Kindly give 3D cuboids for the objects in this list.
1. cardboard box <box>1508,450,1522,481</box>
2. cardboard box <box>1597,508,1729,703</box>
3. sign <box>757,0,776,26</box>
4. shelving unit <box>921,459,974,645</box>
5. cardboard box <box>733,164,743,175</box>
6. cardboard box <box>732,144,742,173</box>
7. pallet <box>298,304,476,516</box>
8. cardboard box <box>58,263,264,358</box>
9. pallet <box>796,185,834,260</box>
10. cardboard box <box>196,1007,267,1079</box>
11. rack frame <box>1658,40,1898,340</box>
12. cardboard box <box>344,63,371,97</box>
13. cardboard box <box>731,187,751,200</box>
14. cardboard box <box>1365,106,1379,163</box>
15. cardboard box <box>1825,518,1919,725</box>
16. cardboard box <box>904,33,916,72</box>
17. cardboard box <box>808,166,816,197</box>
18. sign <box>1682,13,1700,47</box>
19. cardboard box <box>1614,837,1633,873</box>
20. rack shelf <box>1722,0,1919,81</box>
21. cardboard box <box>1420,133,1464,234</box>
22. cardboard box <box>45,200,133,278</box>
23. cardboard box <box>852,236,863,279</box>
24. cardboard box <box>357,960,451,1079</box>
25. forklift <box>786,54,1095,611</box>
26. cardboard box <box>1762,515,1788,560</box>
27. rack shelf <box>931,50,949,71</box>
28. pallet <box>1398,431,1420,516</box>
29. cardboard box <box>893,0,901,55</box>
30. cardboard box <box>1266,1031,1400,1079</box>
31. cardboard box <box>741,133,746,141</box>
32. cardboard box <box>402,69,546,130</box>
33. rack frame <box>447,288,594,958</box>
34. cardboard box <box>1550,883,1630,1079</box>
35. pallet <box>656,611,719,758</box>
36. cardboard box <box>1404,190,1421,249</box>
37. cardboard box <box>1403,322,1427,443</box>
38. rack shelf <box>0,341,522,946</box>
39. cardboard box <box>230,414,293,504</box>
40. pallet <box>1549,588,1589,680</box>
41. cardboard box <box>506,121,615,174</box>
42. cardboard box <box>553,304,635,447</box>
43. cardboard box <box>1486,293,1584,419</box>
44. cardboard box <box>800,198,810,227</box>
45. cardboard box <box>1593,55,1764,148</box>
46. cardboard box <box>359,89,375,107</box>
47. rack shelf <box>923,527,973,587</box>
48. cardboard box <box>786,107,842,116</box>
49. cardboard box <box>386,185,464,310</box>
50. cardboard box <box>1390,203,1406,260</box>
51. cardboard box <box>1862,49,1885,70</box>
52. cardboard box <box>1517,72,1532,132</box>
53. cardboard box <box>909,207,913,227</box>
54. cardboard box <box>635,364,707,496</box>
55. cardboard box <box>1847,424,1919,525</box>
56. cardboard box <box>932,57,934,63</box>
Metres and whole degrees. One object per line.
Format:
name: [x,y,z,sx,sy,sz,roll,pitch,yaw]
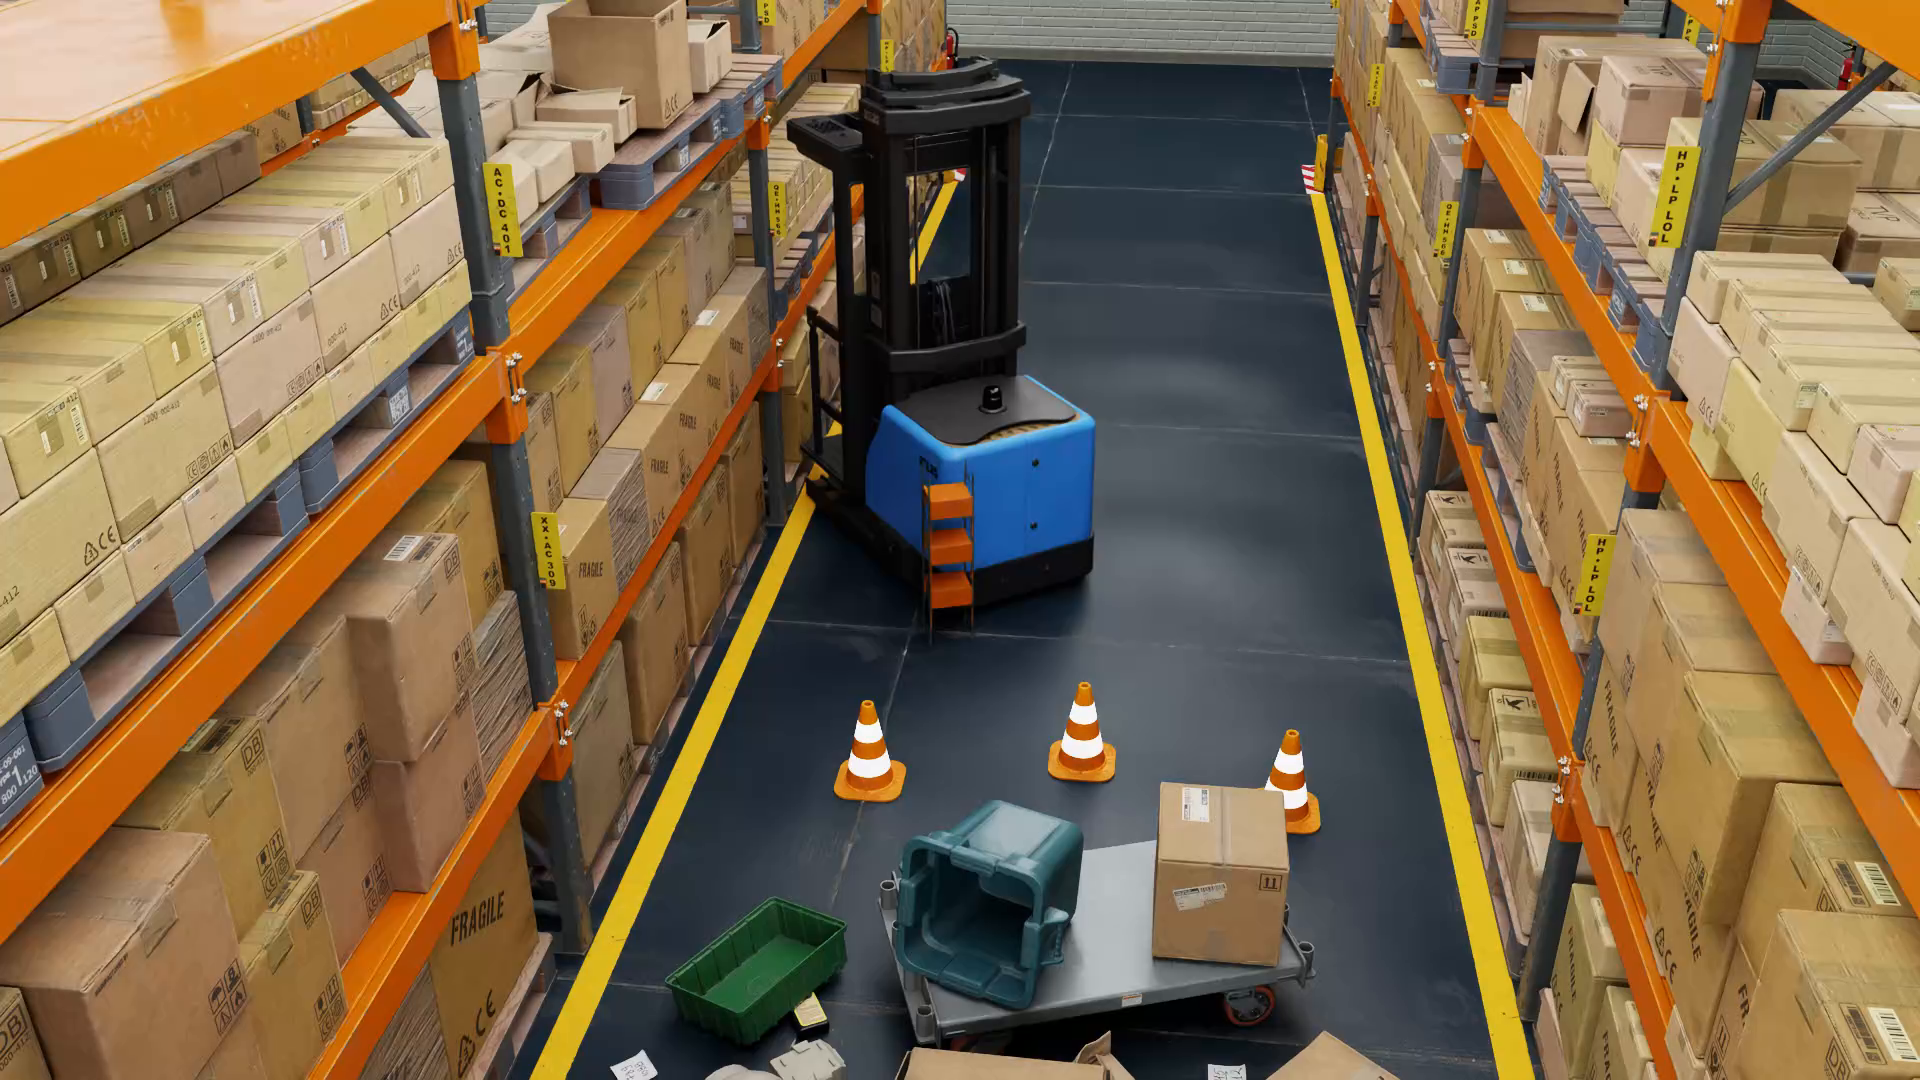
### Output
cardboard box: [2.834,-0.390,7.926,0.380,0.149,0.250,4,29,8]
cardboard box: [2.545,0.246,5.449,0.700,0.500,0.500,3,28,6]
sign: [-1.071,-3.003,9.162,0.100,0.325,0.005,3,28,6]
shelving unit: [-0.068,0.076,9.294,0.252,1.050,0.215,-6,29,-11]
cardboard box: [-1.790,-2.640,12.101,0.380,0.149,0.250,3,28,5]
cardboard box: [-1.791,-2.768,12.025,0.380,0.149,0.250,3,28,5]
pallet: [-2.221,-0.470,5.183,1.003,0.211,1.213,3,28,6]
cardboard box: [-1.995,-0.578,4.167,0.380,0.149,0.250,3,28,6]
pallet: [-1.419,-2.306,11.862,1.003,0.211,1.213,3,28,6]
cardboard box: [-2.361,1.550,4.345,0.875,0.550,0.550,3,28,6]
rack frame: [2.814,-1.974,4.719,1.000,3.000,0.127,3,28,6]
cardboard box: [-5.657,-4.179,14.982,0.500,0.250,0.500,3,28,6]
cardboard box: [-1.341,-2.125,10.519,0.380,0.149,0.250,3,28,5]
cardboard box: [3.598,-3.376,13.541,0.500,0.500,0.500,4,29,7]
cardboard box: [2.301,0.189,3.711,0.500,0.250,0.500,4,29,7]
cardboard box: [-0.669,-4.201,14.758,0.500,0.500,0.500,3,28,5]
cardboard box: [-1.206,-2.483,11.498,0.380,0.149,0.250,3,28,6]
sign: [3.843,-2.732,8.742,0.100,0.325,0.005,3,28,6]
cardboard box: [2.478,1.029,5.734,0.380,0.149,0.250,4,29,8]
rack shelf: [2.569,-0.715,3.143,1.077,0.370,4.000,3,28,6]
cardboard box: [3.163,-2.201,10.305,0.500,0.500,0.500,4,29,7]
cardboard box: [-2.585,-0.853,4.676,0.380,0.149,0.250,3,28,5]
cardboard box: [-1.047,-2.147,12.767,0.500,0.250,0.500,5,29,9]
cardboard box: [-2.364,1.894,5.662,0.875,0.875,0.875,4,29,7]
forklift: [-0.359,-1.543,10.316,1.130,2.935,3.031,-15,32,-25]
cardboard box: [2.454,-0.052,4.578,0.380,0.149,0.250,4,29,8]
rack shelf: [-0.886,-3.964,15.495,1.077,0.370,4.000,3,28,6]
pallet: [3.476,-0.355,10.979,1.003,0.211,1.213,3,28,6]
cardboard box: [-0.785,-4.397,14.068,0.500,0.500,0.500,3,28,5]
cardboard box: [1.333,2.191,5.945,0.500,0.500,0.500,-24,36,-37]
cardboard box: [-1.761,-3.026,12.192,0.380,0.149,0.250,3,28,6]
cardboard box: [-2.114,-1.921,7.329,0.500,0.311,0.500,2,28,4]
rack frame: [-2.111,0.427,6.587,1.000,3.000,0.127,3,28,6]
cardboard box: [2.474,1.624,6.030,0.500,0.500,0.500,5,29,9]
pallet: [-1.944,0.711,9.000,1.003,0.211,1.213,3,28,6]
cardboard box: [3.213,-2.097,10.902,0.500,0.250,0.500,3,28,5]
cardboard box: [3.585,-1.205,11.414,0.875,0.875,0.875,4,29,7]
rack shelf: [-2.356,0.364,4.299,1.077,0.370,4.000,3,28,6]
cardboard box: [-1.992,-0.222,4.346,0.380,0.149,0.250,3,28,6]
pallet: [3.052,0.400,6.839,1.003,0.211,1.213,3,28,6]
cardboard box: [-1.681,-1.657,7.009,0.380,0.149,0.250,3,28,6]
cardboard box: [-1.932,-0.772,7.652,0.700,0.500,0.500,4,29,7]
cardboard box: [2.904,-0.881,8.154,0.500,0.500,0.500,4,29,7]
cardboard box: [-1.238,-2.235,11.350,0.380,0.149,0.250,4,29,8]
cardboard box: [2.862,-1.755,6.662,0.500,0.250,0.500,4,29,7]
cardboard box: [-5.580,-4.056,15.172,0.380,0.149,0.250,3,28,5]
rack shelf: [-0.068,0.085,9.299,0.240,0.259,0.215,-6,29,-11]
cardboard box: [-1.084,-3.103,12.335,0.380,0.149,0.250,3,28,6]
cardboard box: [-1.916,-0.941,5.260,0.500,0.250,0.500,3,28,6]
cardboard box: [3.268,-2.122,11.477,0.500,0.250,0.500,3,28,5]
cardboard box: [8.888,-4.562,15.692,0.500,0.250,0.500,4,29,6]
cardboard box: [3.066,-2.219,8.477,0.396,0.266,0.258,3,28,6]
cardboard box: [-0.648,-3.035,15.575,0.380,0.149,0.250,3,28,5]
cardboard box: [-1.592,-0.561,8.315,0.500,0.500,0.500,4,29,7]
cardboard box: [2.347,-0.149,3.917,0.380,0.149,0.250,3,28,5]
cardboard box: [-0.468,-4.826,16.603,0.380,0.149,0.250,3,28,6]
